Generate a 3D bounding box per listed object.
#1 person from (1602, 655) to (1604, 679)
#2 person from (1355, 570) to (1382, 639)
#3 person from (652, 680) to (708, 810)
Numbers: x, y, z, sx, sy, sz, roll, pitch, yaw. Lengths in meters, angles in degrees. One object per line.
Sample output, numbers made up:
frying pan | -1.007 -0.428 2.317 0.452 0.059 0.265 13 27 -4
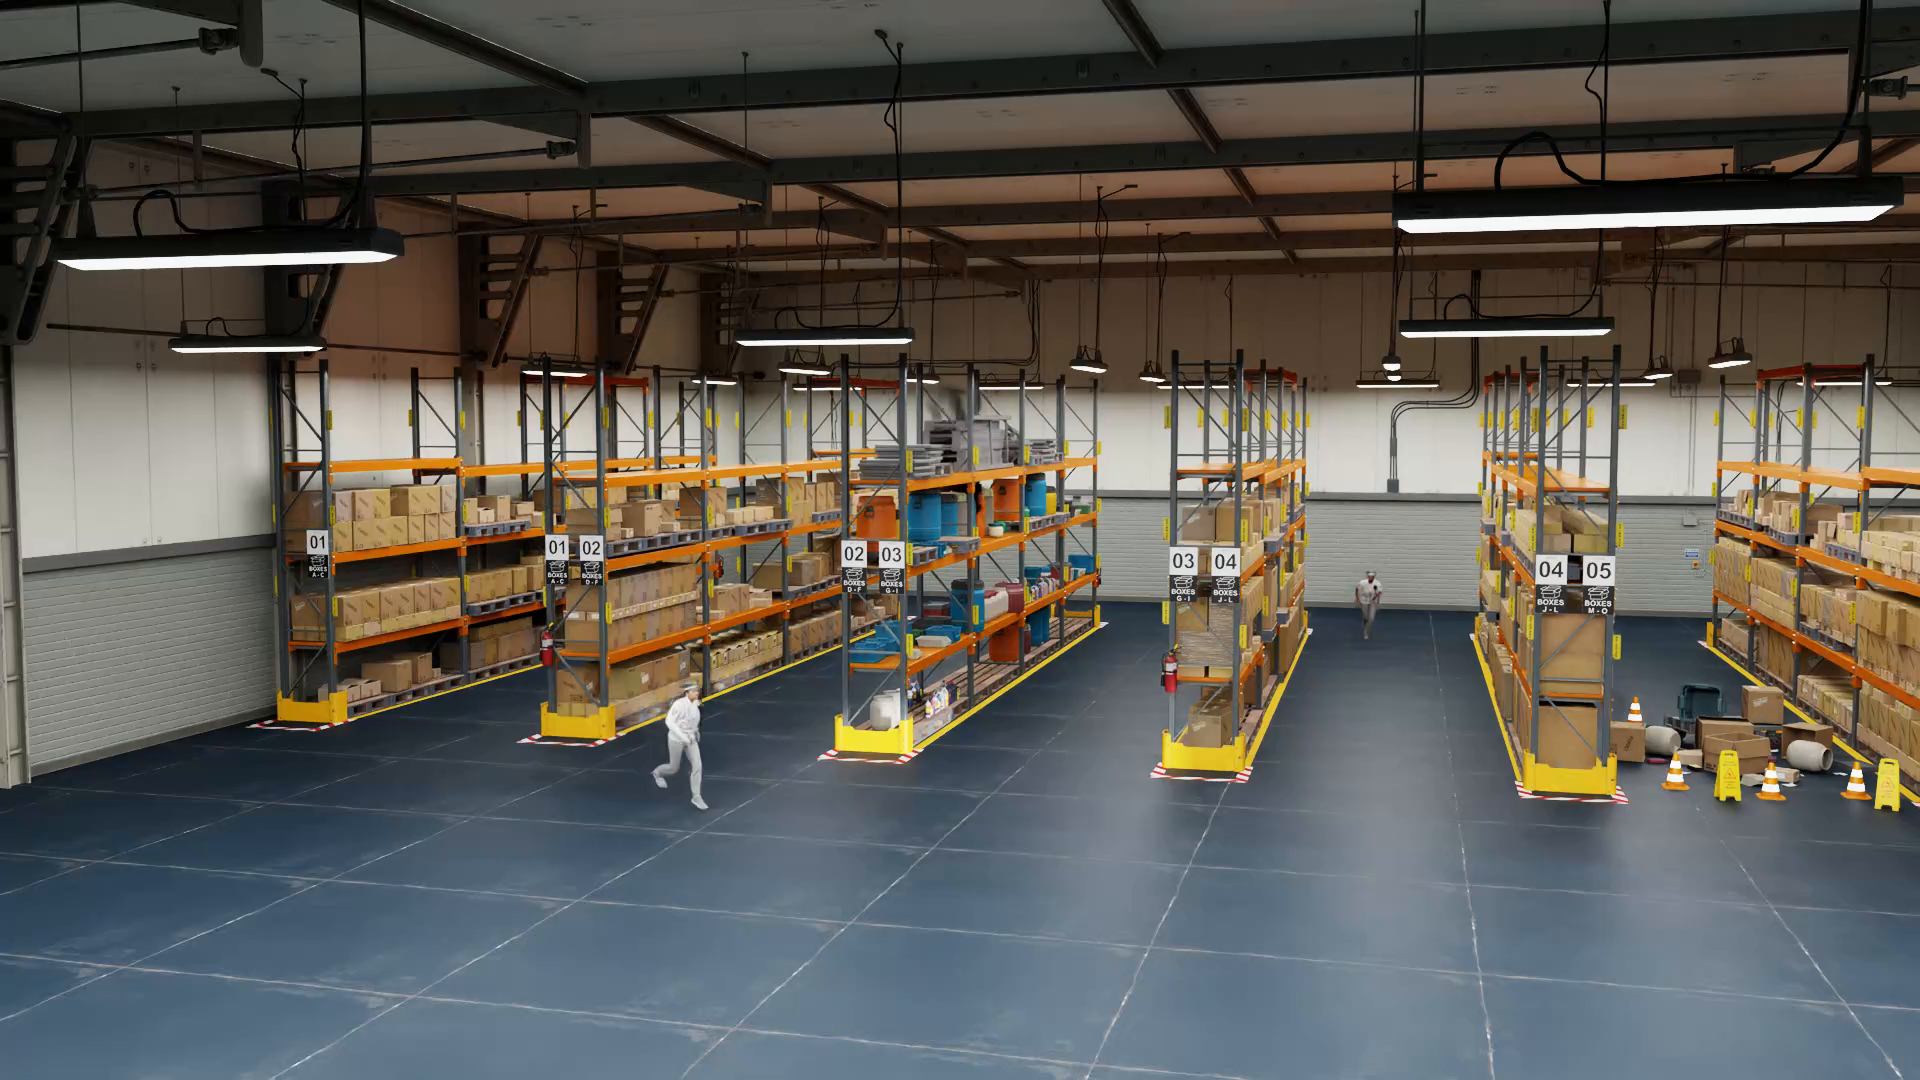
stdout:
person | 12.165 1.905 31.827 0.595 1.622 0.561 0 4 4
person | 9.365 1.479 38.082 0.563 1.623 0.686 0 4 3
person | -3.637 2.632 21.671 1.024 1.681 0.619 3 5 40
